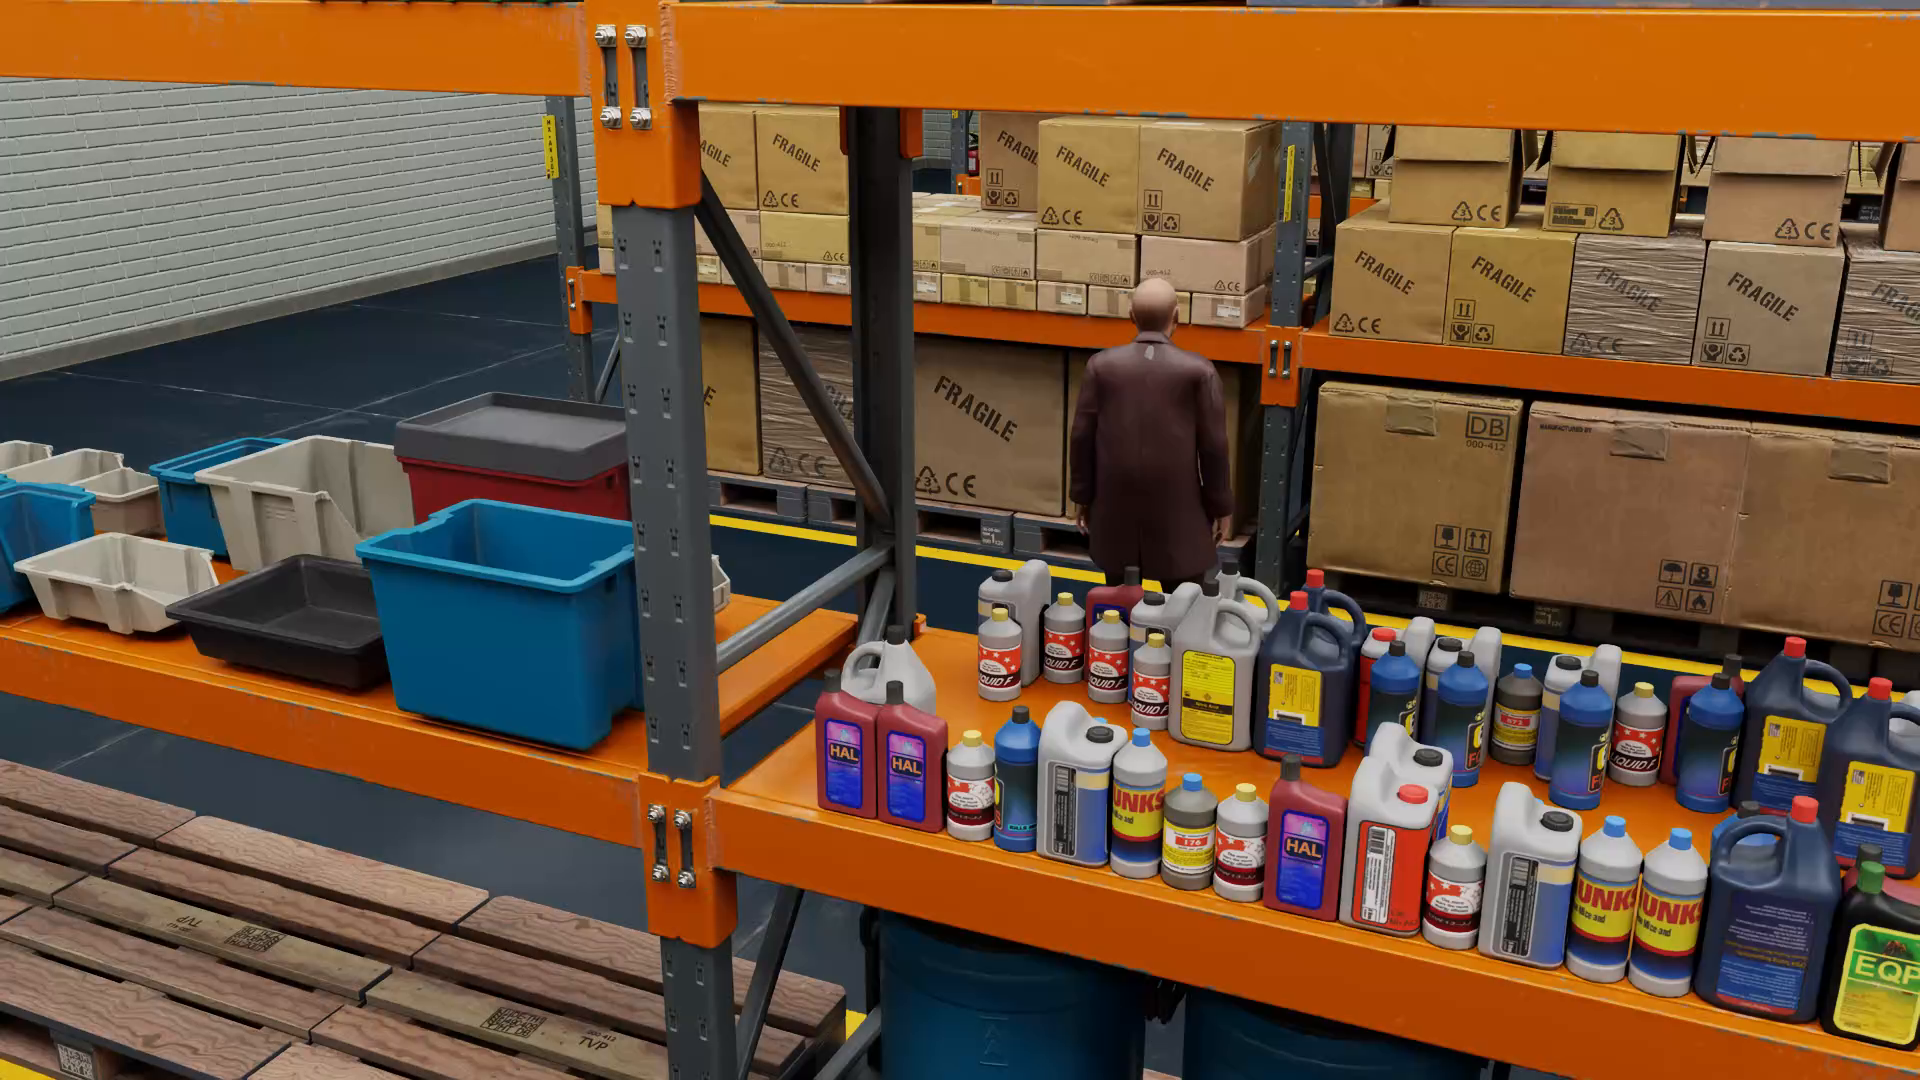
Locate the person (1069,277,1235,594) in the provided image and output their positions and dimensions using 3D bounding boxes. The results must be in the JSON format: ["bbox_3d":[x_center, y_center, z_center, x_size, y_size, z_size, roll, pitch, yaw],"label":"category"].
[{"bbox_3d":[0.736,-0.124,6.452,0.653,1.774,0.423,7,20,20],"label":"person"}]
